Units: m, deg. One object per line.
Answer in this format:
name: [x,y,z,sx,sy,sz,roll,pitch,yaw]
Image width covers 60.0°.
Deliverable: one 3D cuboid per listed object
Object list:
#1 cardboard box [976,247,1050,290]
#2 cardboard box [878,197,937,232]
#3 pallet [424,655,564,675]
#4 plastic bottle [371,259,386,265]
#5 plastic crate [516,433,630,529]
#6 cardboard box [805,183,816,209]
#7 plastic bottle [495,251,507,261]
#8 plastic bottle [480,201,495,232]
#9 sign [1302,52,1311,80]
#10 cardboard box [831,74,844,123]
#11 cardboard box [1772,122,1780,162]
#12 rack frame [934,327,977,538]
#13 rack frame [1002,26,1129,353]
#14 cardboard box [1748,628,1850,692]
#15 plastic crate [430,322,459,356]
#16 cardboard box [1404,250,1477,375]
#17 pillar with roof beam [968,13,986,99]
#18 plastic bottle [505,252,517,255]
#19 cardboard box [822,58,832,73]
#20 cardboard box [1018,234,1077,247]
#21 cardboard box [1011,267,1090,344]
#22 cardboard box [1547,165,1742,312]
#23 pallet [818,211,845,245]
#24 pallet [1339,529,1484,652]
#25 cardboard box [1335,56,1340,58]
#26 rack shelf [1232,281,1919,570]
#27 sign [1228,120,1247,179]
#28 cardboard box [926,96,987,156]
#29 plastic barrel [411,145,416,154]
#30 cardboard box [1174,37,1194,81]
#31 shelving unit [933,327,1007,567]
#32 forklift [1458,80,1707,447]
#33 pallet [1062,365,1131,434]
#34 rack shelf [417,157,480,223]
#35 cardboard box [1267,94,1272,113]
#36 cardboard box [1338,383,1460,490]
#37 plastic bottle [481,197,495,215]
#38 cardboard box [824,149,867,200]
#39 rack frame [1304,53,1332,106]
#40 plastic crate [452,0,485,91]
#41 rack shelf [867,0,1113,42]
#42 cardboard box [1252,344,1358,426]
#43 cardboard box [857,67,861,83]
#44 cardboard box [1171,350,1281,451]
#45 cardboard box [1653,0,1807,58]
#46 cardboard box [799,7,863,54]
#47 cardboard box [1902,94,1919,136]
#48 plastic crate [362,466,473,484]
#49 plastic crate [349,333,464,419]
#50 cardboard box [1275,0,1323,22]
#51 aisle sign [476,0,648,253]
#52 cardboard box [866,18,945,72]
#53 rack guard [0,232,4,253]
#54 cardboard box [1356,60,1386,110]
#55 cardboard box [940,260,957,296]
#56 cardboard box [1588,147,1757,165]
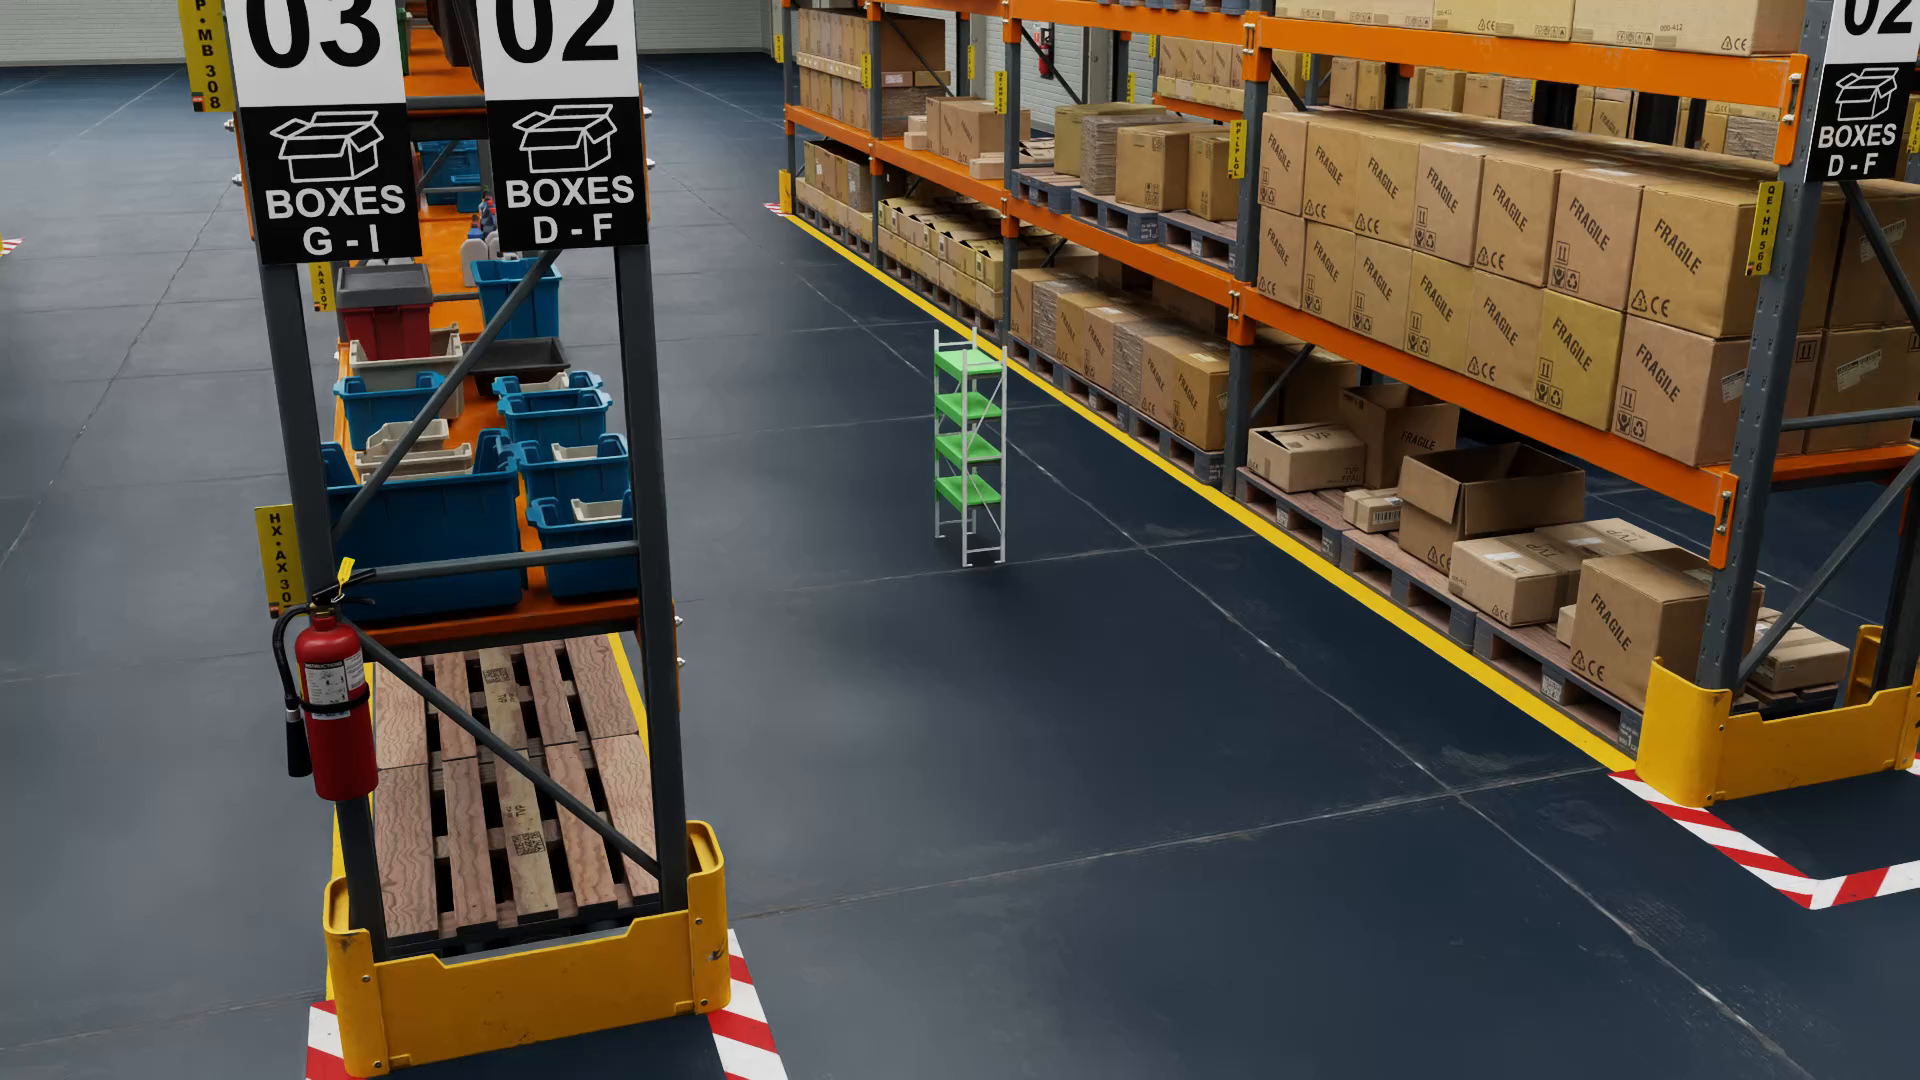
cardboard box: [0.446,-2.328,14.076,0.500,0.311,0.500,-6,21,-16]
cardboard box: [-0.519,-3.310,16.812,0.500,0.311,0.500,-6,21,-17]
pallet: [-2.334,0.335,8.172,1.003,0.211,1.213,-6,21,-17]
plastic bottle: [-3.201,-1.446,9.079,0.144,0.351,0.185,-6,21,-17]
plastic crate: [-1.316,-0.201,5.697,0.416,0.233,0.300,-6,21,-17]
cardboard box: [-1.552,-4.133,19.933,0.500,0.250,0.500,-6,21,-17]
plastic bottle: [-2.417,-1.347,8.801,0.144,0.351,0.185,-6,21,-17]
plastic bottle: [-2.957,-1.963,10.518,0.144,0.351,0.185,-6,21,-17]
sign: [3.776,-5.177,18.111,0.100,0.325,0.005,-6,21,-17]
cardboard box: [-1.046,-4.985,18.709,0.700,0.500,0.500,-6,21,-16]
cardboard box: [6.249,-2.743,11.997,0.500,0.500,0.500,-6,21,-17]
rack frame: [-0.025,-0.590,9.284,0.240,1.200,0.015,-6,21,-17]
rack frame: [0.845,-3.018,13.382,1.000,3.000,0.127,-6,21,-17]
cardboard box: [3.554,0.513,7.118,0.380,0.149,0.250,-6,21,-17]
plastic crate: [-2.591,-0.949,7.923,0.396,0.136,0.243,-6,21,-17]
cardboard box: [2.484,-1.101,7.897,0.500,0.500,0.500,-7,21,-18]
pillar with roof beam: [-3.786,-12.197,30.062,9.100,9.000,0.400,-6,21,-17]
plastic bottle: [-2.591,-1.603,9.613,0.061,0.283,0.133,-6,21,-17]
cardboard box: [-1.344,-5.376,18.839,0.380,0.149,0.250,-7,21,-18]
cardboard box: [0.786,-2.553,14.703,0.500,0.311,0.500,-7,21,-19]
cardboard box: [0.716,-1.872,13.239,0.500,0.500,0.500,-5,20,-15]
cardboard box: [2.799,-1.244,6.816,0.500,0.500,0.500,-6,21,-16]
pallet: [-1.010,-3.641,19.242,1.003,0.211,1.213,-6,21,-17]
pallet: [2.704,0.191,8.574,1.003,0.211,1.213,-6,21,-17]
cardboard box: [4.339,-5.294,18.801,0.500,0.500,0.500,-7,21,-18]
rack shelf: [2.731,-0.754,8.143,1.077,0.370,4.000,-6,21,-17]
sign: [1.576,-2.219,9.445,0.100,0.325,0.005,-6,21,-17]
cardboard box: [-0.021,-3.932,15.777,0.500,0.500,0.500,-5,20,-13]
plastic barrel: [-4.385,-2.853,12.757,0.421,0.512,0.421,0,20,0]
cardboard box: [3.042,-6.060,20.933,0.500,0.500,0.500,-6,21,-17]
shelving unit: [0.052,-0.512,9.066,0.258,1.200,0.503,-6,21,-17]
forklift: [4.676,-2.374,11.689,1.130,2.935,3.031,19,27,42]
pallet: [1.423,-1.071,12.087,1.003,0.211,1.213,-6,21,-17]
rack shelf: [-4.487,-2.796,13.829,1.077,0.370,4.000,-6,21,-17]
cardboard box: [3.703,-5.049,19.227,0.500,0.250,0.500,-6,21,-17]
cardboard box: [2.550,-0.612,9.731,0.500,0.500,0.500,-6,21,-17]
plastic bottle: [-3.174,-2.173,11.218,0.097,0.271,0.097,0,20,0]
cardboard box: [-1.244,-4.165,18.911,0.500,0.500,0.500,-6,21,-17]
rack frame: [4.289,-4.829,18.424,1.000,3.000,0.127,-6,21,-17]
plastic crate: [-1.201,-1.429,4.714,0.497,0.269,0.590,-6,21,-17]
rack shelf: [0.216,-4.733,14.783,1.077,0.370,4.000,-6,21,-17]
cardboard box: [2.181,-0.946,10.661,0.500,0.500,0.500,-7,21,-20]
cardboard box: [-0.862,-4.882,17.463,0.380,0.149,0.250,-7,21,-19]
cardboard box: [1.675,-0.893,10.512,0.500,0.500,0.500,-7,21,-17]
cardboard box: [2.947,-1.929,6.134,0.500,0.250,0.500,-6,21,-17]
cardboard box: [-1.519,-6.075,19.825,0.700,0.500,0.500,-6,21,-17]
cardboard box: [6.414,-2.934,11.421,0.500,0.250,0.500,-6,21,-16]
plastic crate: [-1.850,-0.167,5.745,0.396,0.136,0.243,-6,21,-17]
plastic crate: [-2.297,-0.672,6.937,0.437,0.282,0.530,-6,21,-17]
cardboard box: [2.020,-2.893,8.819,0.500,0.250,0.500,-6,21,-17]
aisle sign: [-1.040,-1.158,4.357,0.394,0.787,0.004,-6,21,-17]
cardboard box: [-0.558,-5.101,17.114,0.700,0.500,0.500,-6,21,-17]
rack guard: [-11.051,-3.333,17.957,1.175,0.500,0.348,-6,21,-17]
cardboard box: [4.585,-4.736,17.367,0.700,0.500,0.500,-4,20,-12]
cardboard box: [0.127,-2.391,15.083,0.500,0.250,0.500,-6,21,-16]
cardboard box: [3.146,-1.467,7.436,0.500,0.500,0.500,-6,21,-16]
